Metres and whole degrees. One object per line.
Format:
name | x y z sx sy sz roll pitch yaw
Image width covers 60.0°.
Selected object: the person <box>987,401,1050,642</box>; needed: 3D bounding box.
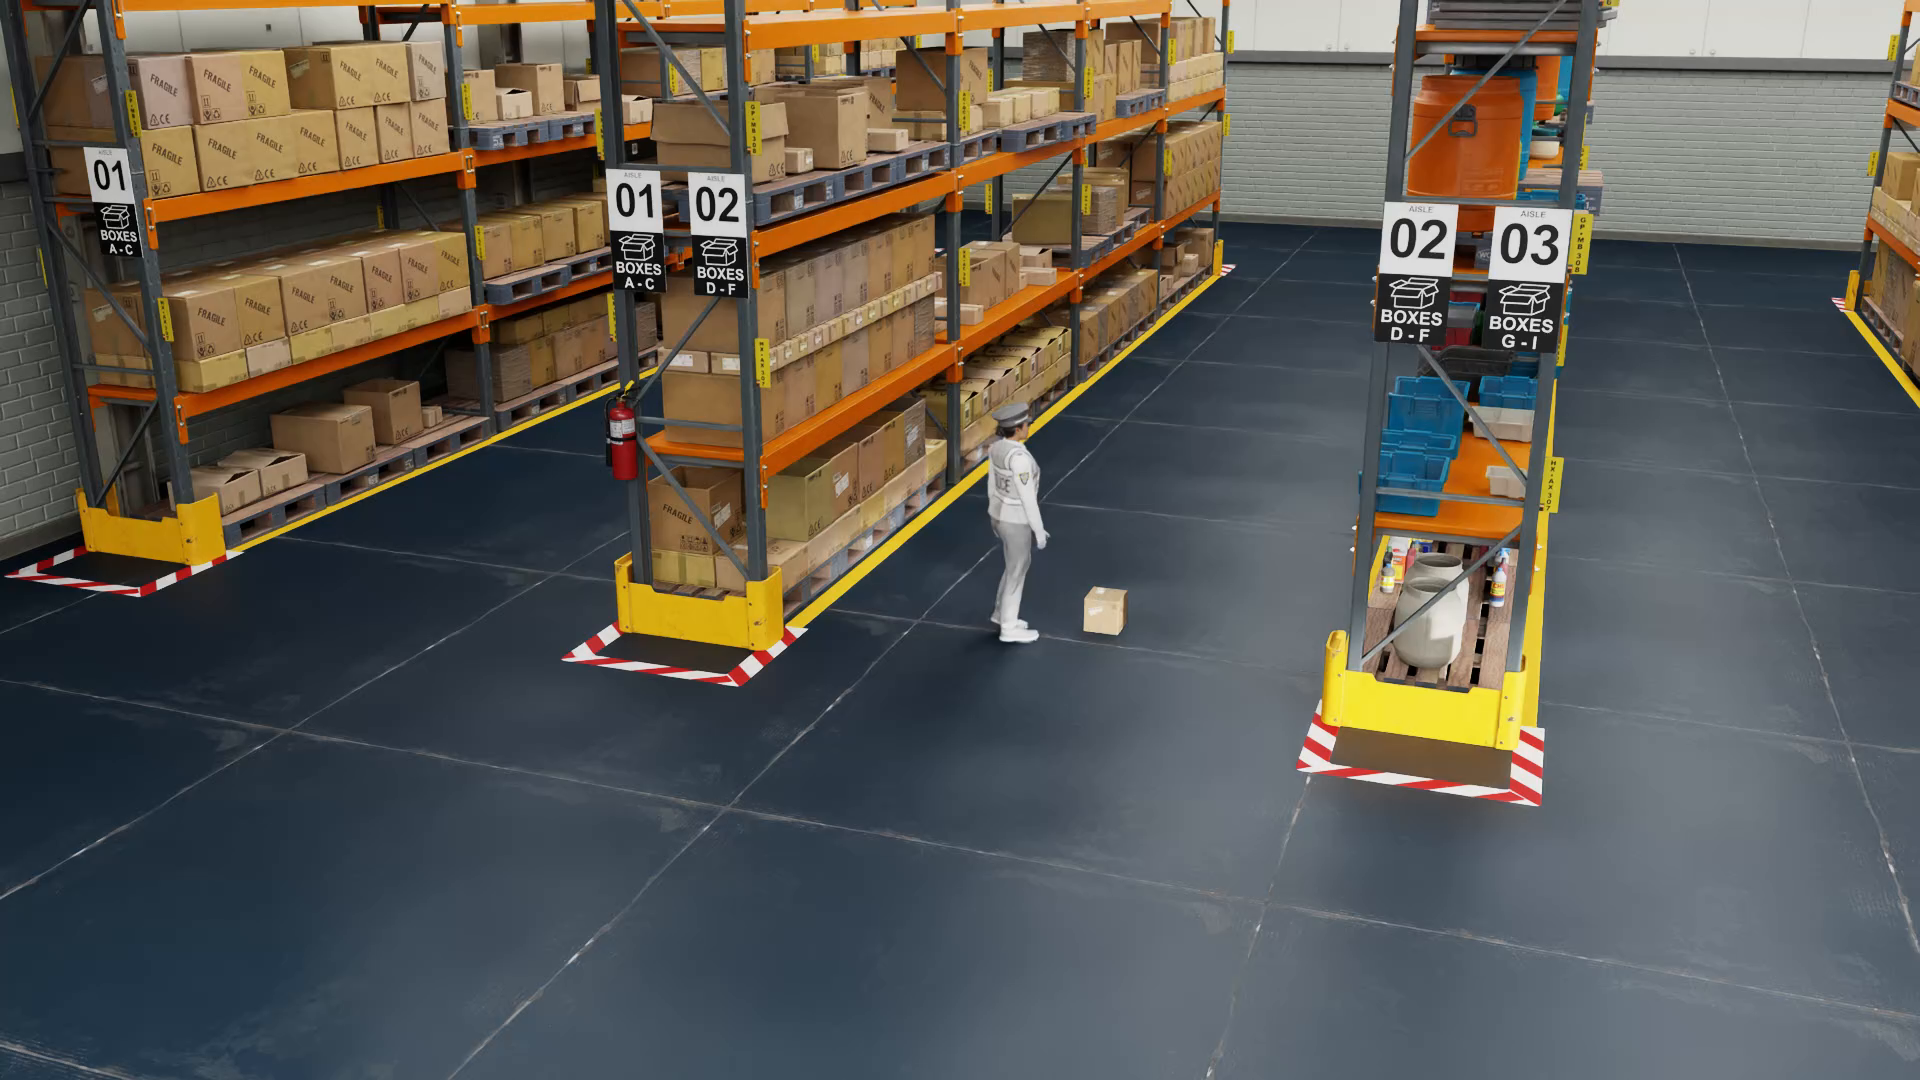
person | 0.381 -0.118 11.351 0.353 1.692 0.511 -7 20 -19
